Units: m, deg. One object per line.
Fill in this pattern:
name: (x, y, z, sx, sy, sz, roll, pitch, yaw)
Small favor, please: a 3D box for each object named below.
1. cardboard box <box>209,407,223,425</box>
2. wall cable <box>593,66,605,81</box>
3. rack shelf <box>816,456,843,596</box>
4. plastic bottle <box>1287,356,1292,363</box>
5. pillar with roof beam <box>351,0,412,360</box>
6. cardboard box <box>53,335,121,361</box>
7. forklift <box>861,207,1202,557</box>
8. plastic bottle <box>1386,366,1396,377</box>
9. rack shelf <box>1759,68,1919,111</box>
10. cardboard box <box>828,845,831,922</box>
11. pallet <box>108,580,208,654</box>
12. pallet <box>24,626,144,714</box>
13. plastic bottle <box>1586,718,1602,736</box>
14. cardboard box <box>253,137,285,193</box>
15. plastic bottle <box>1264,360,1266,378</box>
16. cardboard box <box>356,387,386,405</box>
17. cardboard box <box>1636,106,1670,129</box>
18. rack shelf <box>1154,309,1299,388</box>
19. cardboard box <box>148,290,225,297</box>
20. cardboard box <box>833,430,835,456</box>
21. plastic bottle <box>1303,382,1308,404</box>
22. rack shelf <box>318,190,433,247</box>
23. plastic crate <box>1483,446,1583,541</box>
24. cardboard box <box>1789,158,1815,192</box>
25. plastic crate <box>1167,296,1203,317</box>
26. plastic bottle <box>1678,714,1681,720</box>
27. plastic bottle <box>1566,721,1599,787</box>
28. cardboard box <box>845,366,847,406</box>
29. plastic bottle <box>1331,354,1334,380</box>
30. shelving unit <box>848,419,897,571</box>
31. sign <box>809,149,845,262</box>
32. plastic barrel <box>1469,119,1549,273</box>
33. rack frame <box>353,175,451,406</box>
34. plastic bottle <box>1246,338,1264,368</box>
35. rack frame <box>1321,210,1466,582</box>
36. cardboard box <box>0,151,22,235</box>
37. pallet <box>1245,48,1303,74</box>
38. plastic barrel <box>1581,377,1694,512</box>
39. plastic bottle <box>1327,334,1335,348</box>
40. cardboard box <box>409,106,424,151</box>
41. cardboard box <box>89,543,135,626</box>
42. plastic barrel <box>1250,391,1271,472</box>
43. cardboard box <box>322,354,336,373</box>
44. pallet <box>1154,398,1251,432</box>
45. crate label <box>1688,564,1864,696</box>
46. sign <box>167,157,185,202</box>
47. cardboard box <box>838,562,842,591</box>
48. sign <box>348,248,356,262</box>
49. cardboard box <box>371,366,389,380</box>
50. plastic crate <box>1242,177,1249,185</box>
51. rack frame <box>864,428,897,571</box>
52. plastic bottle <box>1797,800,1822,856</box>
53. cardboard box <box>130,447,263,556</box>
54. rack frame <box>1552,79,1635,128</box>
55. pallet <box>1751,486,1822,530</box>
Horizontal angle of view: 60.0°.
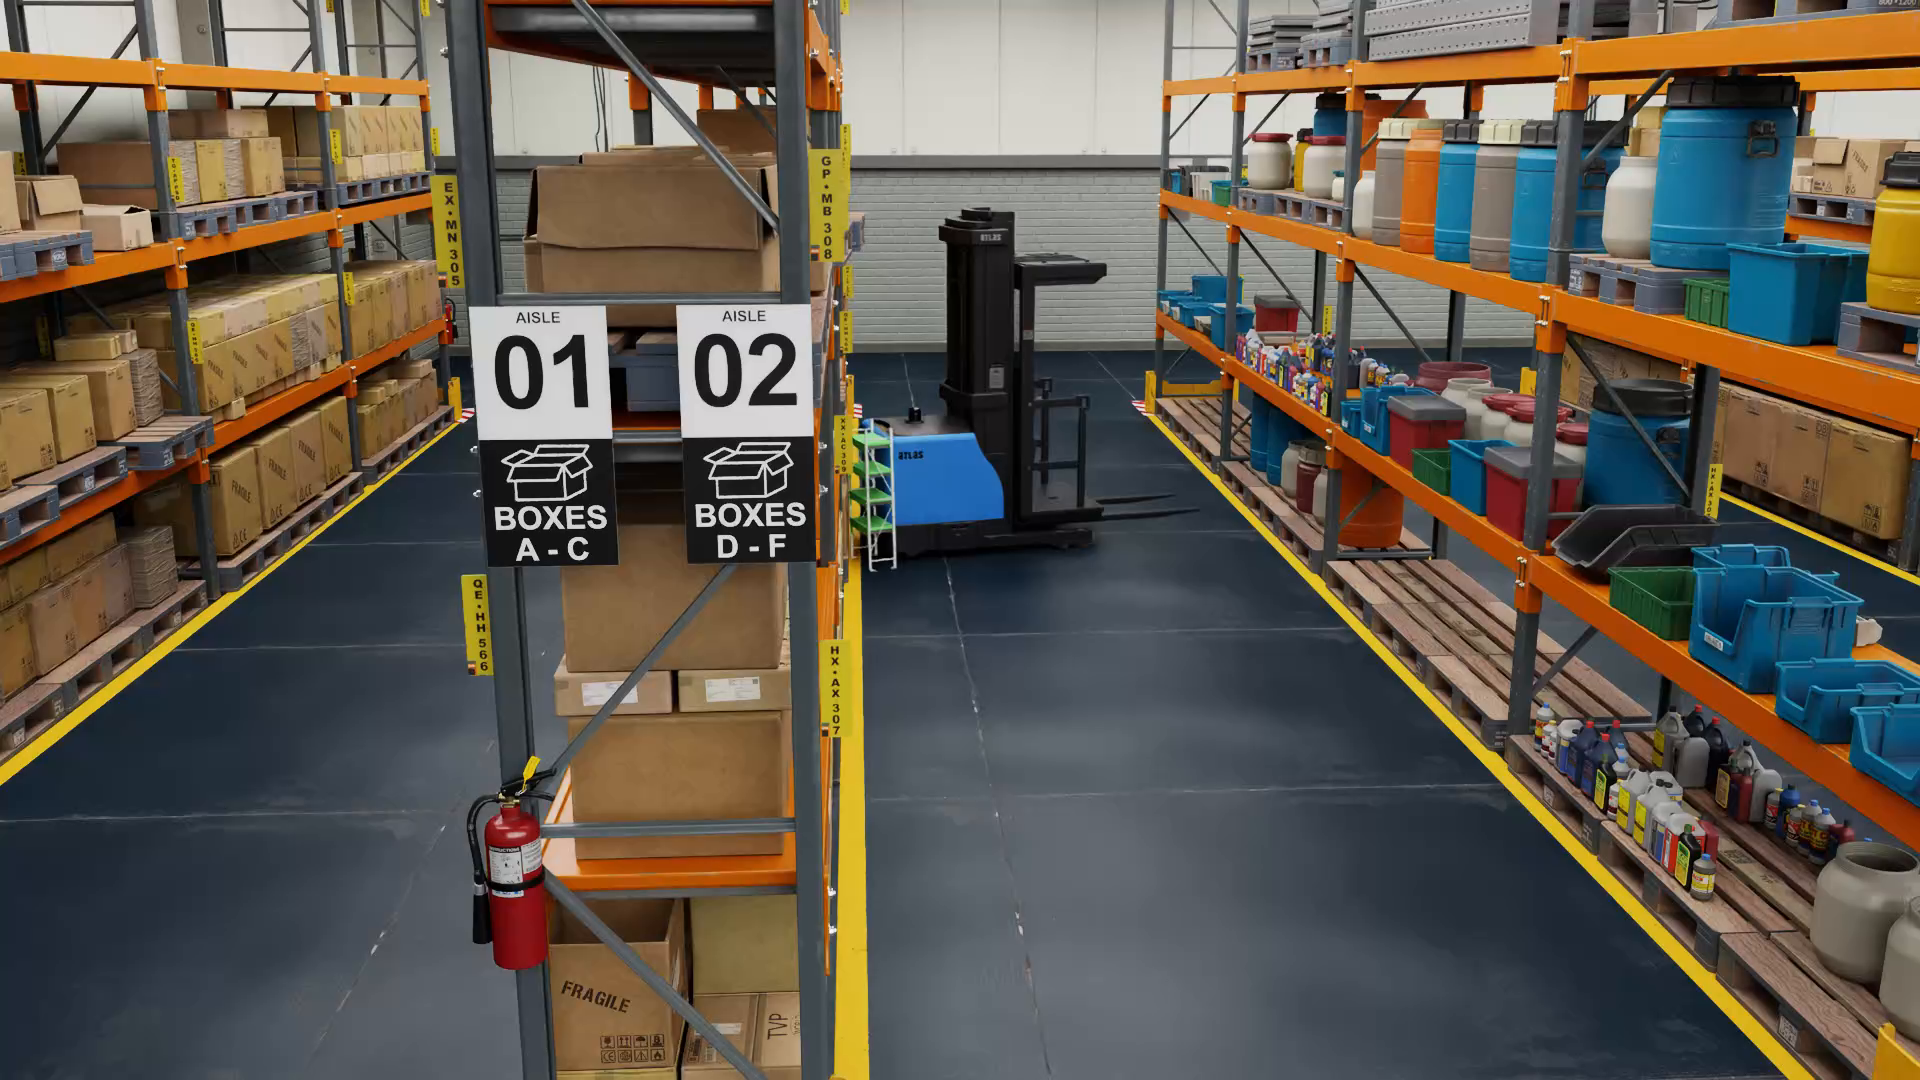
cardboard box: (-6.183, -1.012, 13.404, 0.380, 0.149, 0.250, -1, 14, -3)
wall cable: (-4.176, -8.267, 25.192, 3.097, 2.526, 0.112, -1, 14, -3)
rack shelf: (-1.319, -0.207, 11.256, 1.077, 0.370, 4.000, -1, 14, -3)
plastic bottle: (3.021, -1.531, 15.189, 0.061, 0.283, 0.133, -1, 14, -3)
pillar with roof beam: (-3.616, -6.595, 22.600, 9.100, 9.000, 0.400, -1, 14, -3)
cardboard box: (-6.301, -1.386, 12.009, 0.380, 0.149, 0.250, -3, 15, -13)
forklift: (0.676, -1.462, 14.827, 3.031, 2.935, 1.130, -4, 15, -16)
plastic bottle: (3.791, -1.391, 14.648, 0.061, 0.283, 0.133, -1, 14, -3)
rack shelf: (8.321, -4.066, 15.016, 1.077, 0.370, 4.000, -1, 14, -3)
cardboard box: (-0.850, 1.555, 7.639, 0.500, 0.250, 0.500, -1, 14, -3)
pallet: (-6.340, 0.569, 12.391, 1.003, 0.211, 1.213, -1, 14, -3)
pallet: (-6.267, 0.872, 11.214, 1.003, 0.211, 1.213, -1, 14, -3)
plastic bottle: (3.485, 1.133, 9.172, 0.061, 0.283, 0.133, -1, 14, -3)
cardboard box: (-6.690, -3.464, 15.367, 0.700, 0.500, 0.500, -2, 15, -6)
plastic bottle: (2.939, -1.647, 15.805, 0.097, 0.201, 0.097, 0, 14, 0)
cardboard box: (-6.418, -1.553, 17.915, 0.380, 0.149, 0.250, 0, 14, -2)
cardboard box: (8.064, -4.808, 18.926, 0.500, 0.250, 0.500, -1, 14, -5)
rack shelf: (3.130, -2.272, 19.282, 1.077, 0.370, 4.000, -1, 14, -3)
cardboard box: (-6.763, -2.033, 14.565, 0.500, 0.250, 0.500, -1, 14, -5)
cardboard box: (-1.111, -0.712, 12.278, 0.380, 0.149, 0.250, -1, 14, -3)
plastic bottle: (3.029, -1.285, 14.401, 0.097, 0.201, 0.097, 0, 14, 0)
rack shelf: (-6.758, -3.572, 18.314, 1.077, 0.370, 4.000, -1, 14, -3)
plastic crate: (3.414, -0.281, 9.969, 0.402, 0.464, 0.583, -1, 14, -3)
cardboard box: (8.175, -3.539, 16.076, 0.500, 0.311, 0.500, -1, 14, -5)
plastic crate: (2.733, -2.836, 20.245, 0.416, 0.233, 0.300, -1, 14, -3)
plastic bottle: (4.083, 1.094, 9.489, 0.097, 0.201, 0.097, 0, 14, 0)
plastic bottle: (3.385, 1.143, 8.997, 0.144, 0.351, 0.185, 0, 14, -2)
cardboard box: (-1.659, -1.914, 20.578, 0.500, 0.500, 0.500, -1, 14, -3)
plastic bottle: (3.554, -1.654, 15.694, 0.097, 0.271, 0.097, 0, 14, 0)
shelving unit: (-0.753, -0.388, 14.092, 0.258, 1.200, 0.503, -7, 15, -21)
sign: (-0.393, -0.985, 4.902, 0.100, 0.325, 0.005, -1, 14, -3)
plastic barrel: (3.461, -2.115, 10.201, 0.600, 0.901, 0.600, 0, 14, 0)
rack frame: (-6.882, -2.965, 20.532, 1.000, 3.000, 0.127, -1, 14, -3)
plastic bottle: (2.925, -1.851, 16.451, 0.152, 0.276, 0.135, -1, 14, -3)
rack frame: (3.501, -1.129, 13.393, 1.000, 3.000, 0.127, -1, 14, -3)
cardboard box: (-6.169, -2.129, 10.219, 0.500, 0.500, 0.500, -1, 14, -5)
pallet: (3.335, -4.538, 15.788, 1.003, 0.211, 1.213, -1, 14, -3)
plastic barrel: (4.028, -0.477, 9.856, 0.600, 0.901, 0.708, -1, 14, -3)
plastic bottle: (3.649, -1.830, 16.218, 0.144, 0.351, 0.185, -1, 14, -3)
cardboard box: (-6.565, -4.783, 19.327, 0.500, 0.500, 0.500, -1, 14, -4)
cardboard box: (-6.374, 0.330, 11.858, 0.700, 0.500, 0.500, -1, 14, -4)
plastic barrel: (3.270, -1.175, 16.942, 0.600, 0.901, 0.708, -1, 14, -3)
cardboard box: (-6.292, -1.716, 16.142, 0.380, 0.149, 0.250, -1, 14, -2)
pallet: (3.018, -1.562, 20.674, 1.003, 0.211, 1.213, -1, 14, -3)
crate label: (3.613, 0.390, 7.419, 0.502, 0.435, 0.616, -1, 14, -3)
sign: (-5.845, -2.687, 12.391, 0.100, 0.325, 0.005, -1, 14, -3)
cardboard box: (-1.068, 0.309, 11.354, 0.500, 0.311, 0.500, 0, 14, -2)
sign: (-7.437, -3.416, 20.386, 0.100, 0.325, 0.005, -1, 14, -3)
cardboard box: (-6.899, -1.940, 19.417, 0.380, 0.149, 0.250, -1, 14, -3)
plastic crate: (3.352, -4.227, 19.842, 0.450, 0.188, 0.336, -1, 14, -3)
rack frame: (-0.662, -0.335, 13.872, 0.240, 1.200, 0.015, -7, 15, -21)
plastic bottle: (4.168, 1.403, 8.145, 0.097, 0.271, 0.097, 0, 14, 0)
cardboard box: (-6.301, -0.323, 13.733, 0.750, 0.750, 0.750, -1, 14, -4)
rack frame: (7.949, -6.100, 20.676, 1.000, 3.000, 0.127, -1, 14, -3)
pallet: (8.399, -0.355, 15.981, 1.003, 0.211, 1.213, -1, 14, -3)
